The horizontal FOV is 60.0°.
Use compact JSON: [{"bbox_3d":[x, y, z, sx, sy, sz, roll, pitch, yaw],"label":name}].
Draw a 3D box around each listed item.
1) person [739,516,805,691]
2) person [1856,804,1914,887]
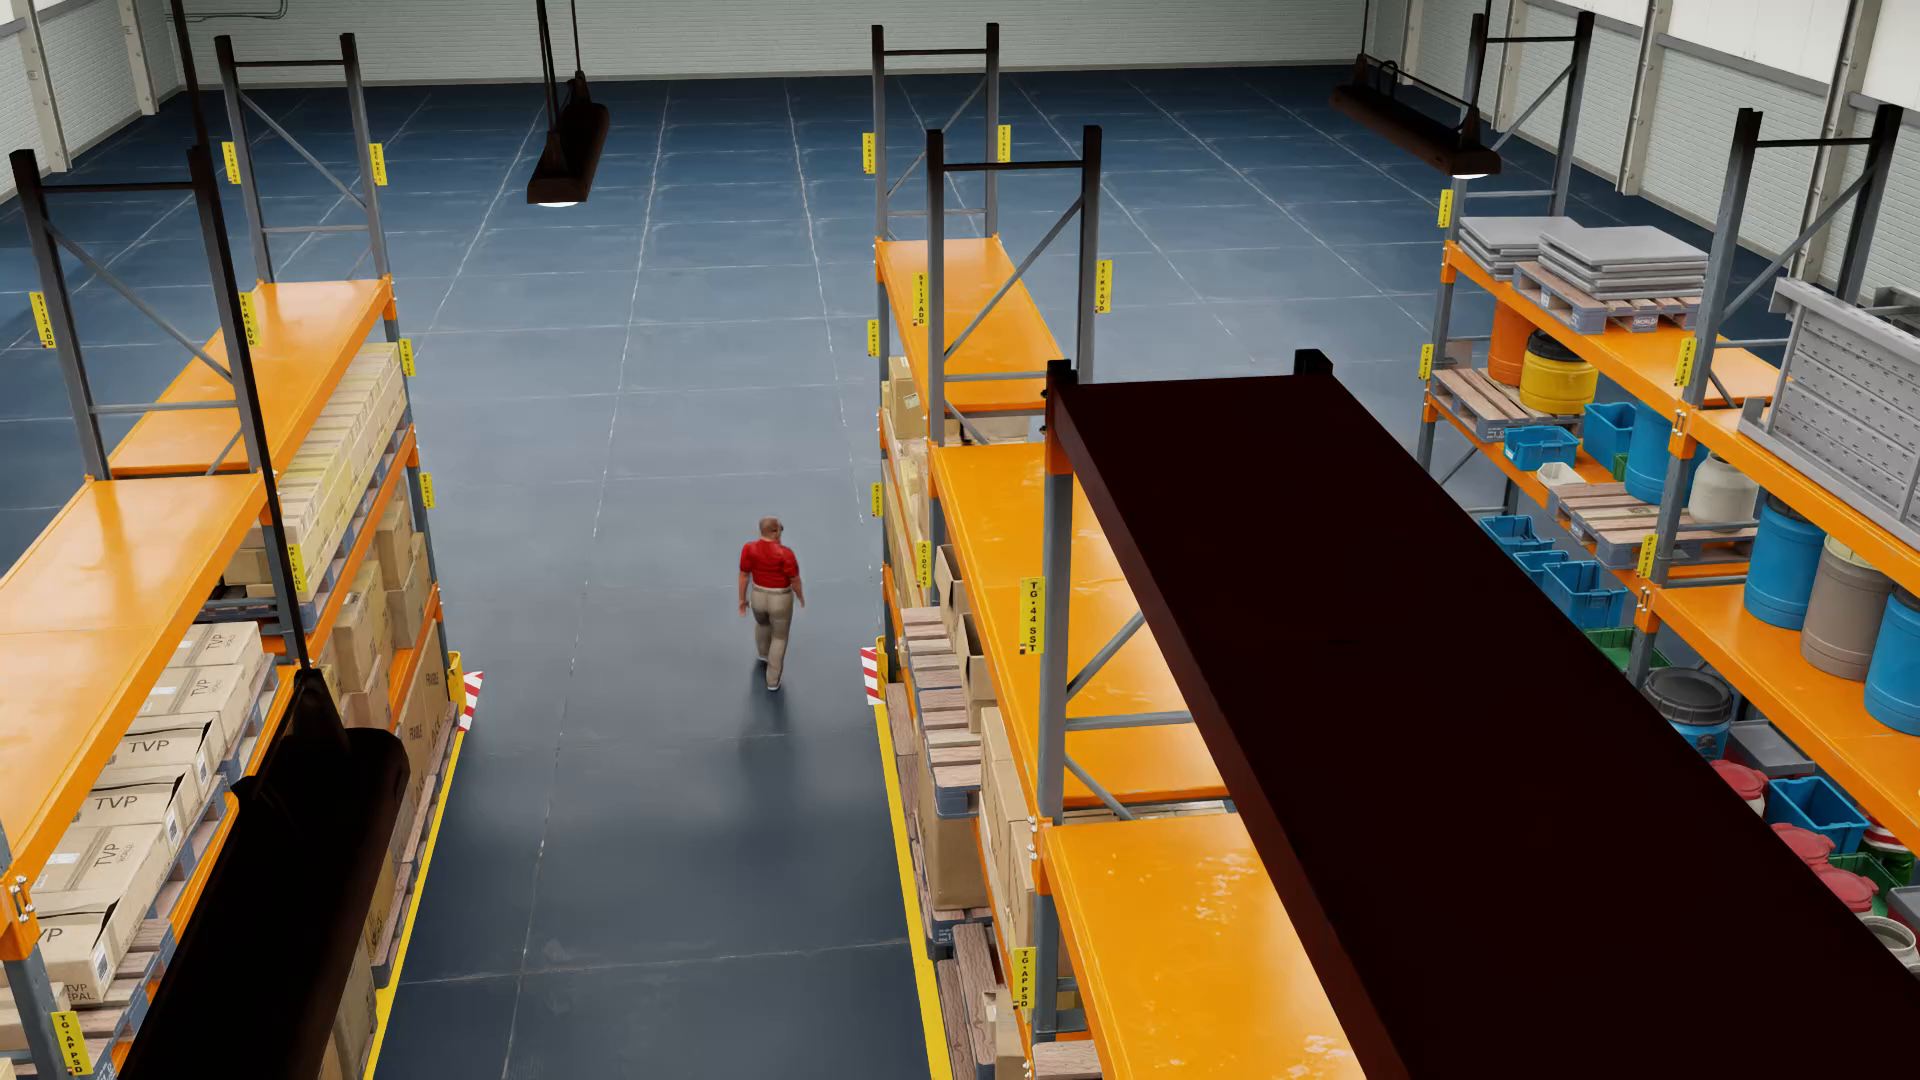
[{"bbox_3d":[-1.708,0.500,15.467,0.644,1.726,0.732,9,27,18],"label":"person"},{"bbox_3d":[6.683,2.183,11.918,0.635,1.861,0.478,10,27,20],"label":"person"}]
